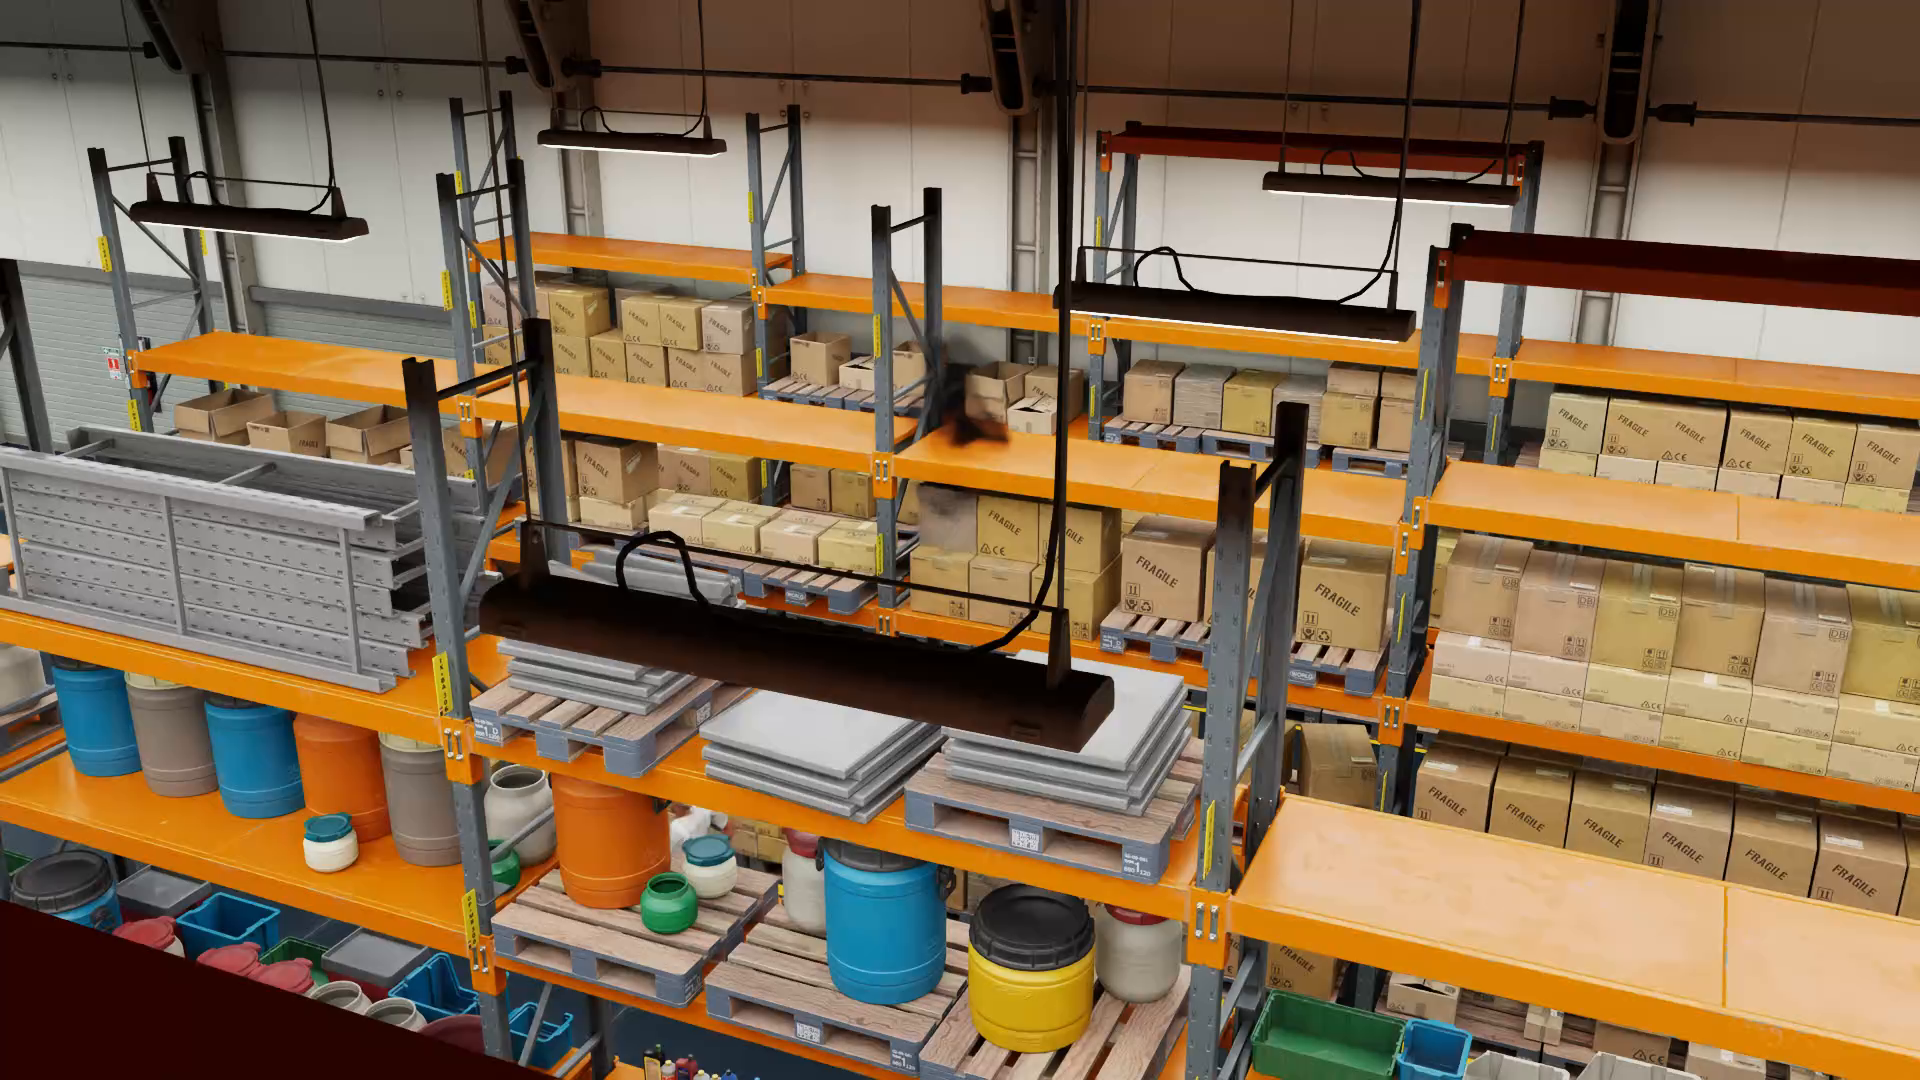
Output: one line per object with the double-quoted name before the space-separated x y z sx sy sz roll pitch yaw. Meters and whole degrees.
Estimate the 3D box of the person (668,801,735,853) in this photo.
"person" -2.027 2.589 12.371 0.910 1.823 0.651 6 21 15
